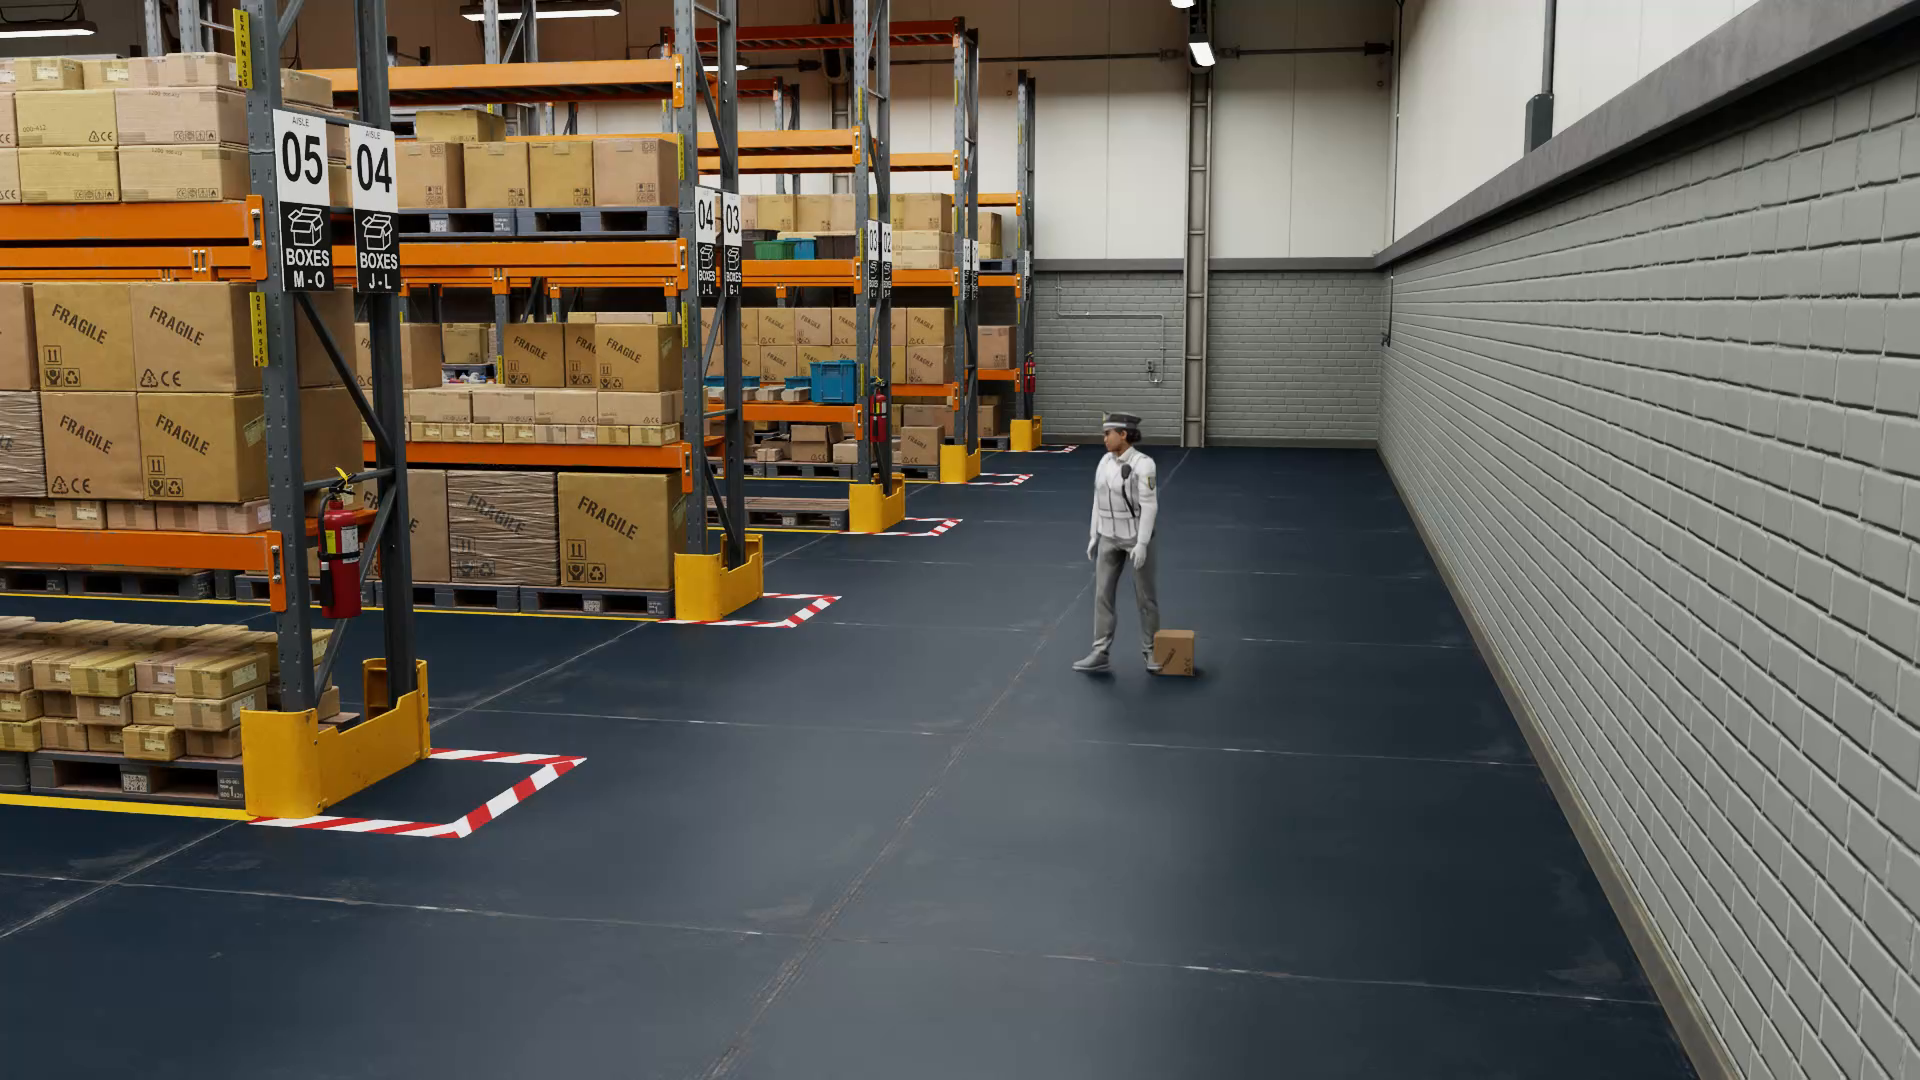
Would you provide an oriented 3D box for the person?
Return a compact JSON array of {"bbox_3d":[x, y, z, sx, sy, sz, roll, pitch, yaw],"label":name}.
[{"bbox_3d":[1.028,0.008,10.596,0.538,1.655,0.579,7,11,40],"label":"person"}]
